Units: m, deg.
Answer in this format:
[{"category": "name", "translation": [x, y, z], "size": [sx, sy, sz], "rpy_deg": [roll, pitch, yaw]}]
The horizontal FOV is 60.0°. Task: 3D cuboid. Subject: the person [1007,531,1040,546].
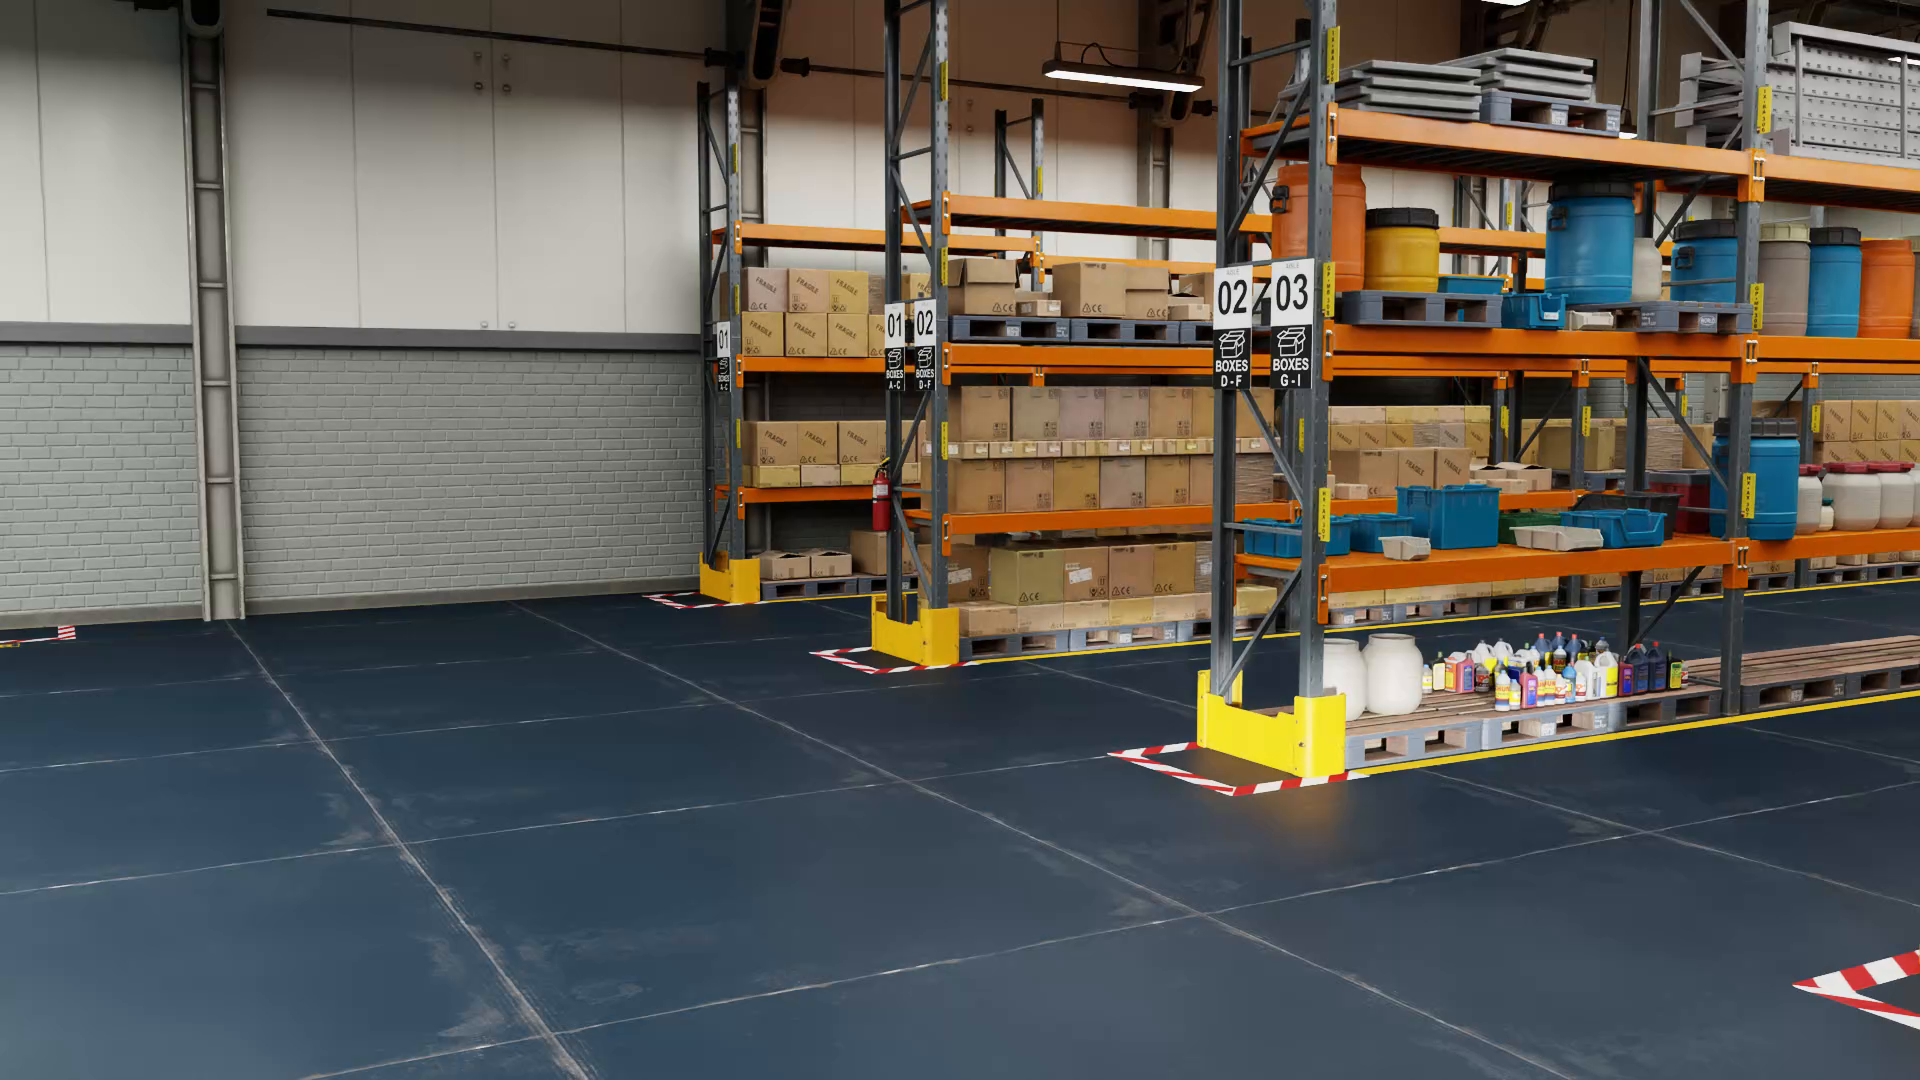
[{"category": "person", "translation": [0.715, -0.037, 17.416], "size": [0.446, 1.779, 0.695], "rpy_deg": [-1, 5, -10]}]
